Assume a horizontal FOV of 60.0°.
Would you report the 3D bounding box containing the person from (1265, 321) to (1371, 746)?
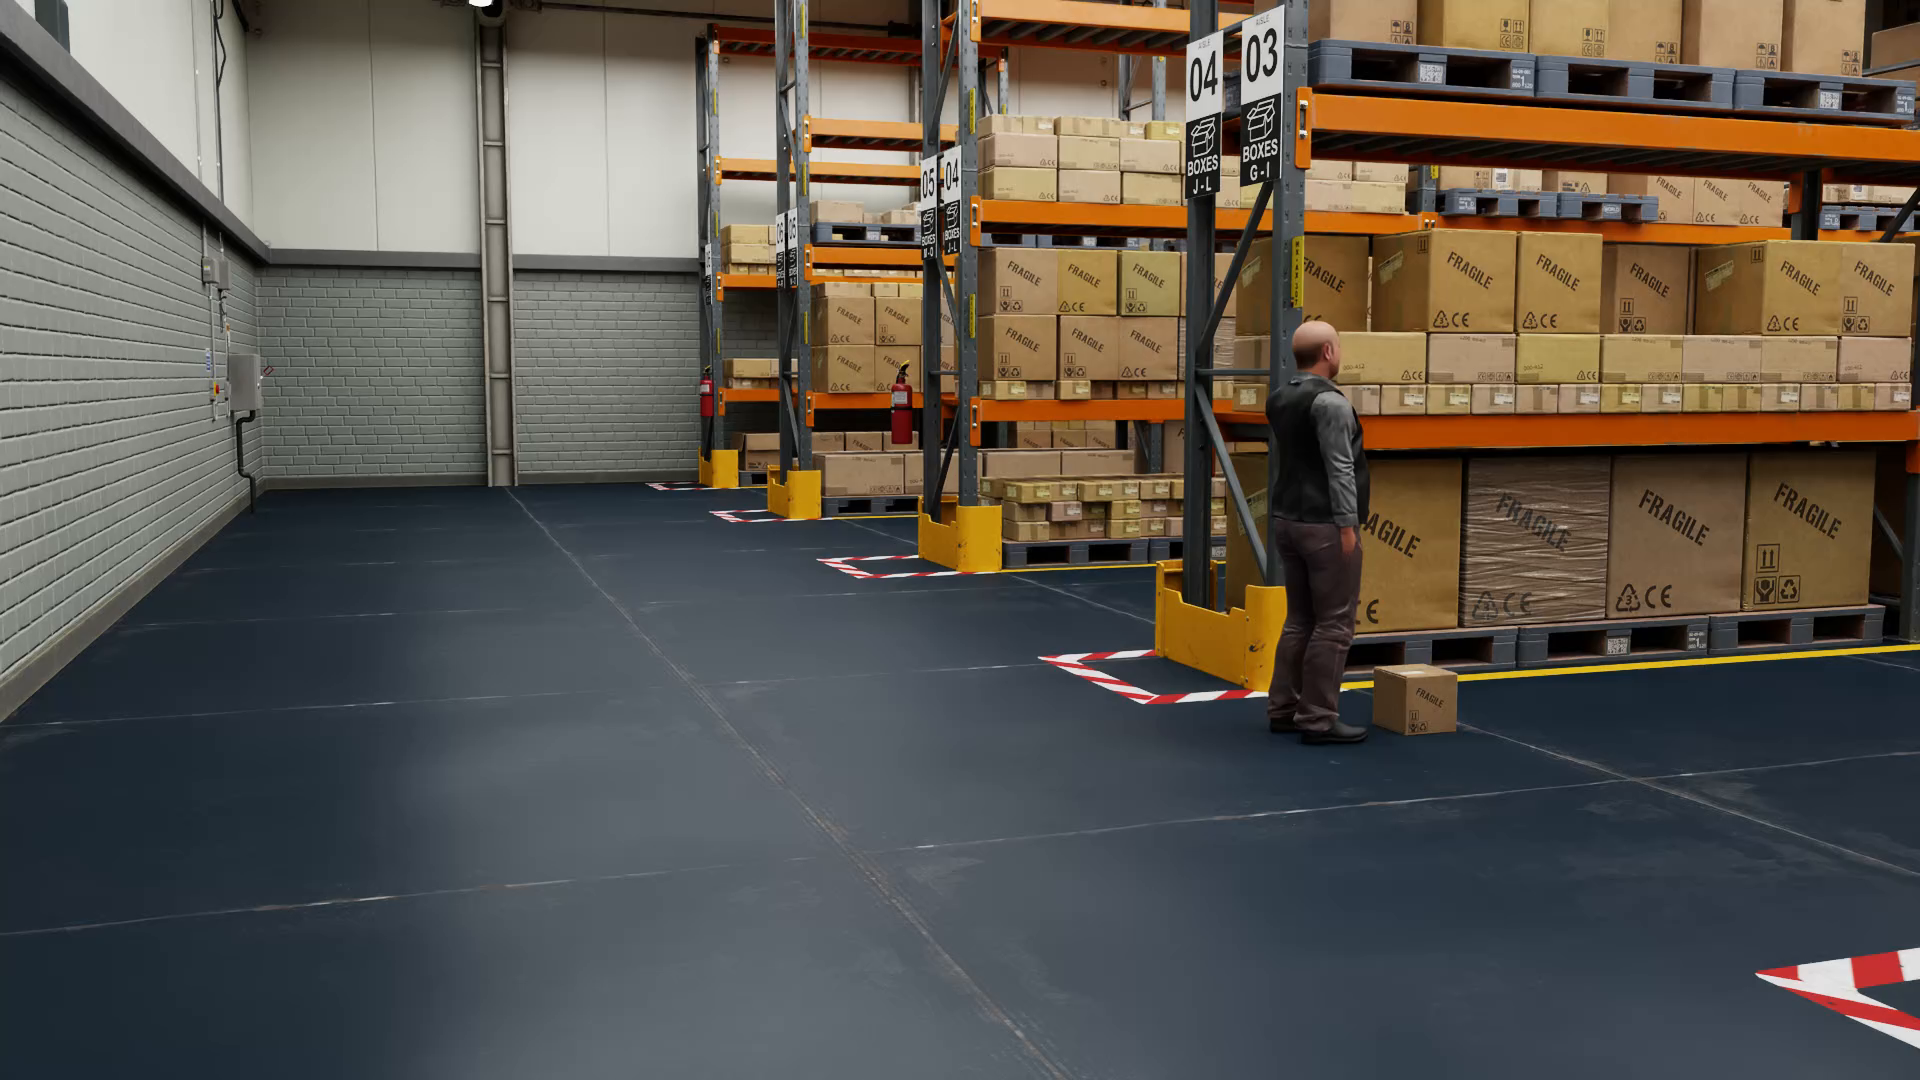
[{"bbox_3d":[1.476,-0.030,6.855,0.357,1.732,0.532,-2,6,-18],"label":"person"}]
